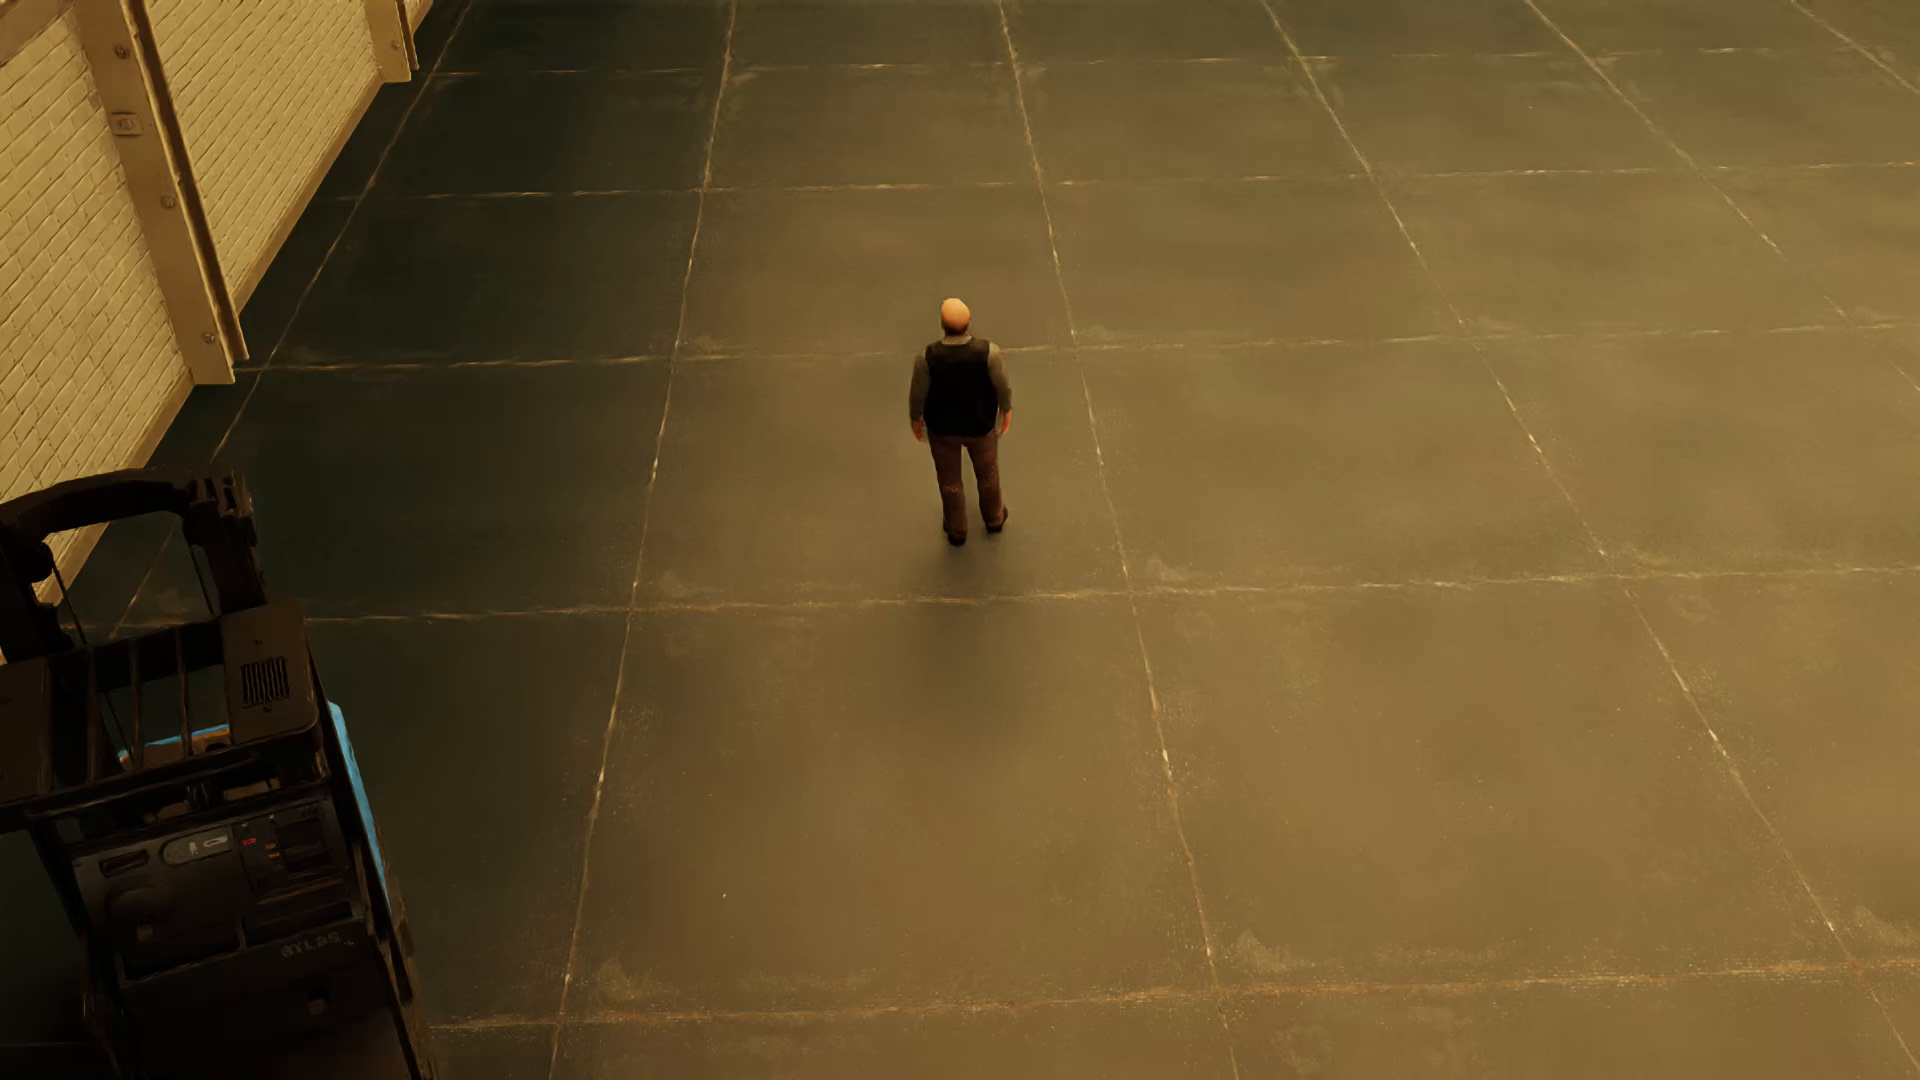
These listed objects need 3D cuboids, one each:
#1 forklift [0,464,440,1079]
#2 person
[{"bbox_3d":[-2.775,1.315,6.206,1.130,2.935,3.031,-14,38,-18],"label":"forklift"},{"bbox_3d":[0.005,-0.738,10.040,0.632,1.720,0.567,-2,36,-2],"label":"person"}]
